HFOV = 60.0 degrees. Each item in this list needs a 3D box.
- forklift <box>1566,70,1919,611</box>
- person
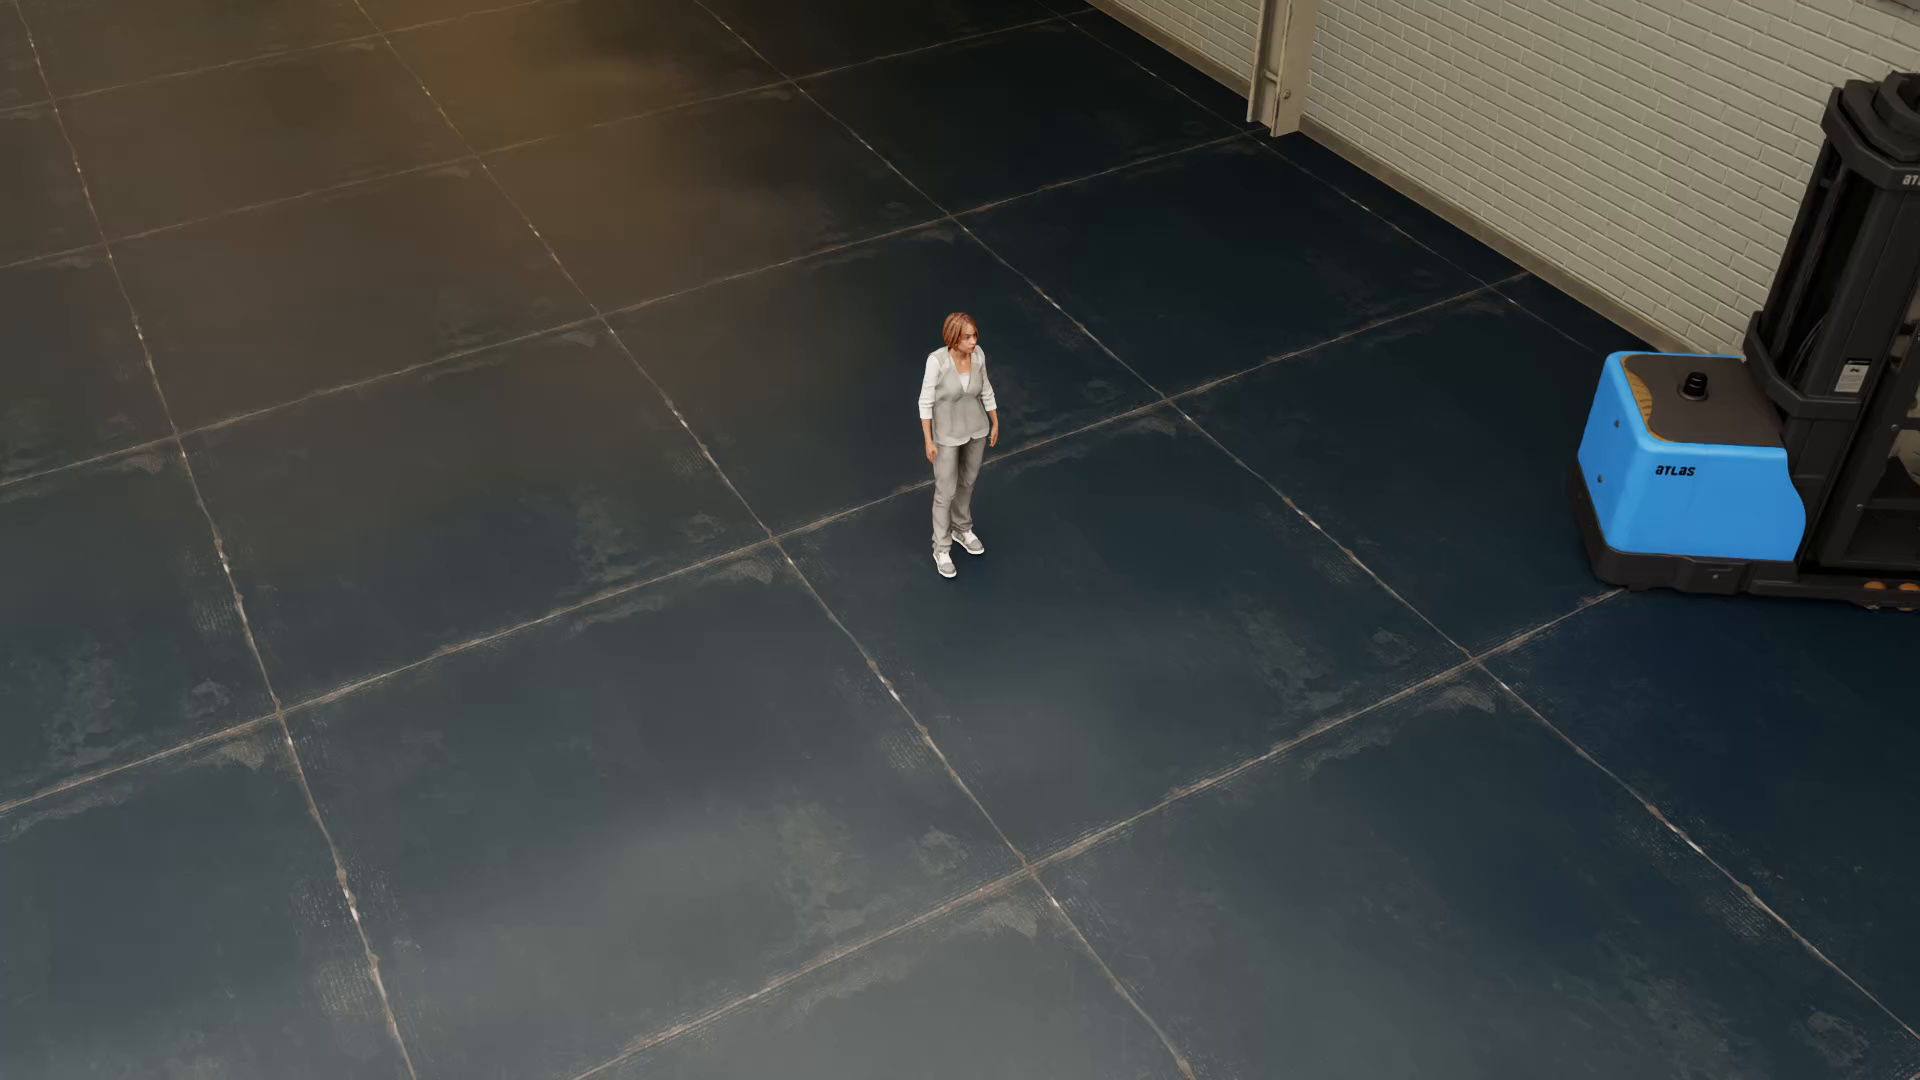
[{"bbox_3d":[5.351,-1.066,9.321,3.031,2.935,1.130,3,40,4],"label":"forklift"},{"bbox_3d":[0.025,-0.574,9.764,0.520,1.593,0.475,-20,44,-23],"label":"person"}]
